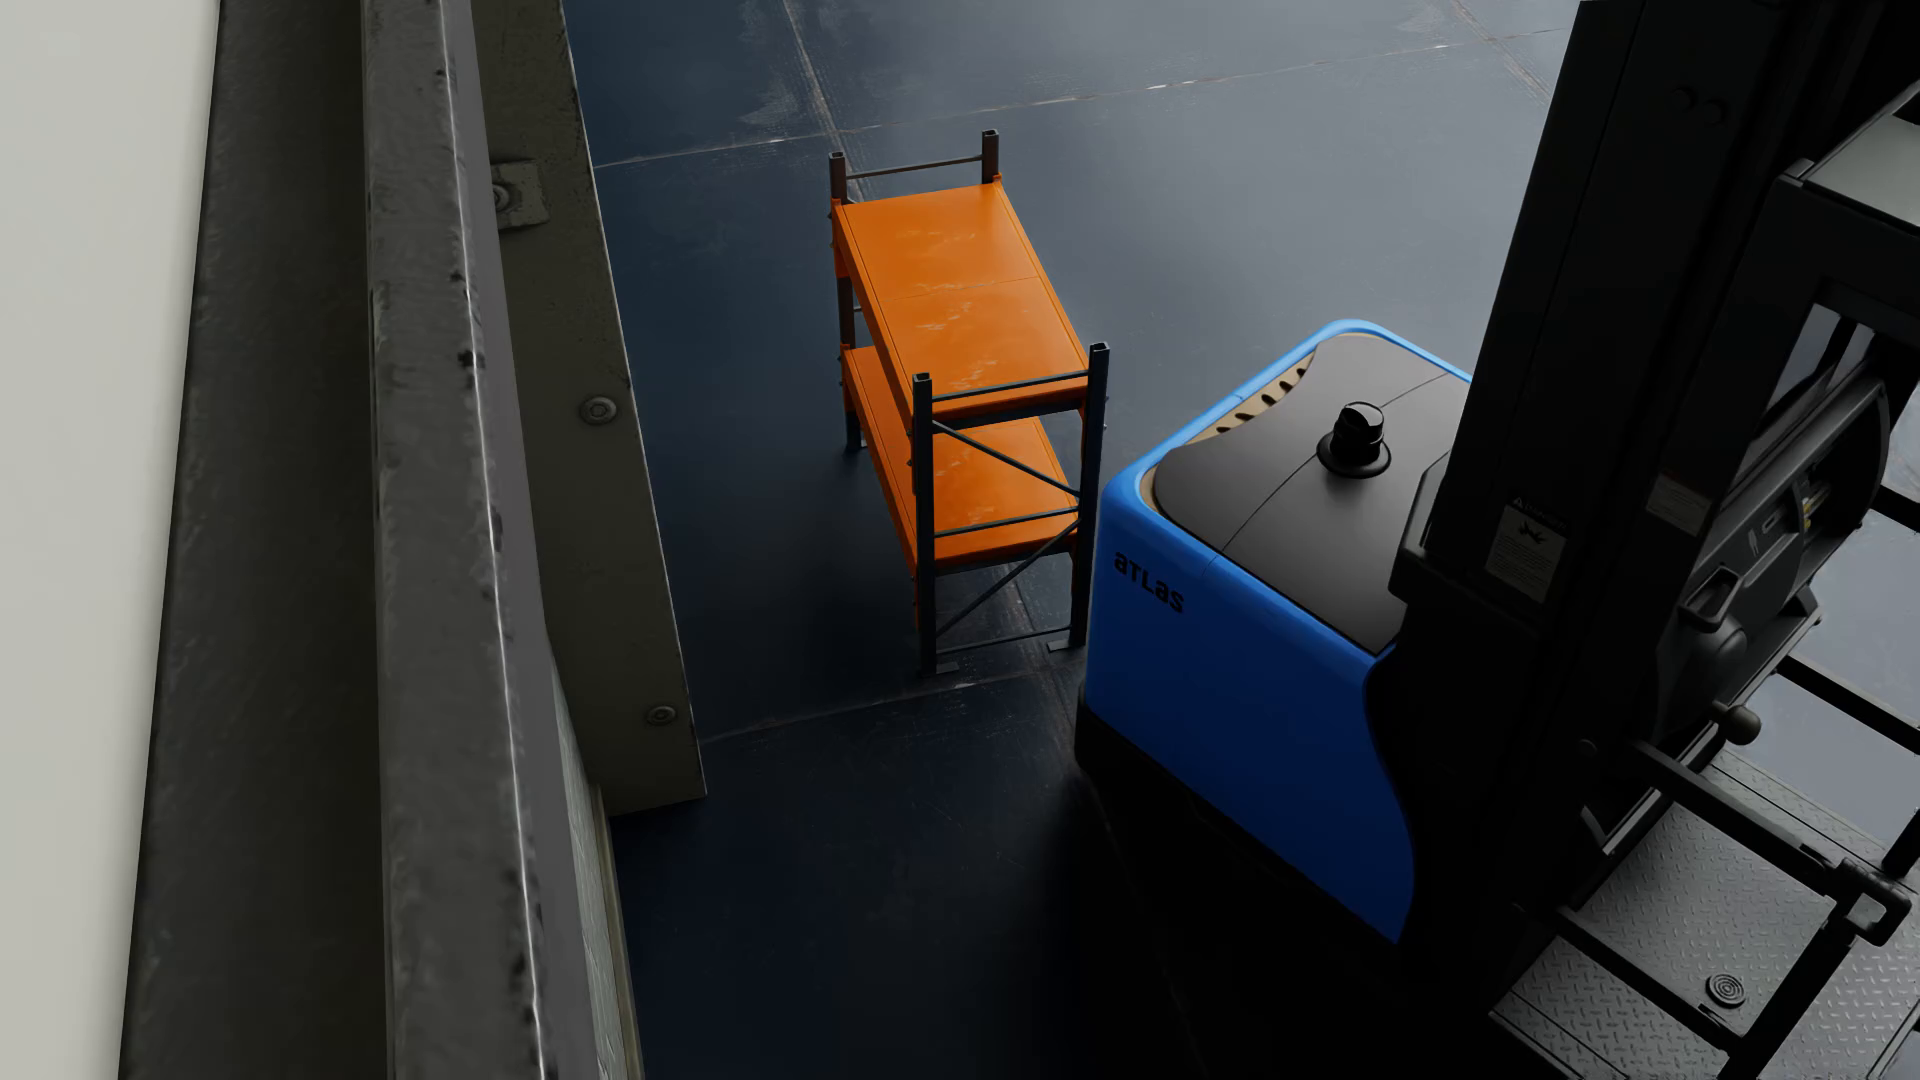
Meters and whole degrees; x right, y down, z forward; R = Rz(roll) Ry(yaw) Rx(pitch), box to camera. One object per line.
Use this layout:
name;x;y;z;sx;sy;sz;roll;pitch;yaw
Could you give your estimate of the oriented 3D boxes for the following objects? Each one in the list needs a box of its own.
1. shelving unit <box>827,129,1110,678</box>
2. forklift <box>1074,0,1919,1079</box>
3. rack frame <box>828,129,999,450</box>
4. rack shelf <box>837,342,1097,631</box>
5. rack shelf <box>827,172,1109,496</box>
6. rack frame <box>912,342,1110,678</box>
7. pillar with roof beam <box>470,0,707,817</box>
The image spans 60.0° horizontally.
shelving unit;-0.002;-0.398;4.853;0.538;1.125;1.048;-11;47;-10
forklift;1.702;0.117;3.083;1.130;2.935;3.031;-35;55;-29
rack frame;-0.132;-0.749;5.197;0.500;1.125;0.032;-11;47;-10
rack shelf;-0.002;-0.227;5.027;0.538;0.278;1.000;-11;47;-10
rack shelf;-0.002;-0.603;4.644;0.538;0.278;1.000;-11;47;-10
rack frame;0.128;-0.047;4.509;0.500;1.125;0.032;-11;47;-10
pillar with roof beam;3.269;-3.344;2.226;9.100;9.000;0.400;-11;47;-10
